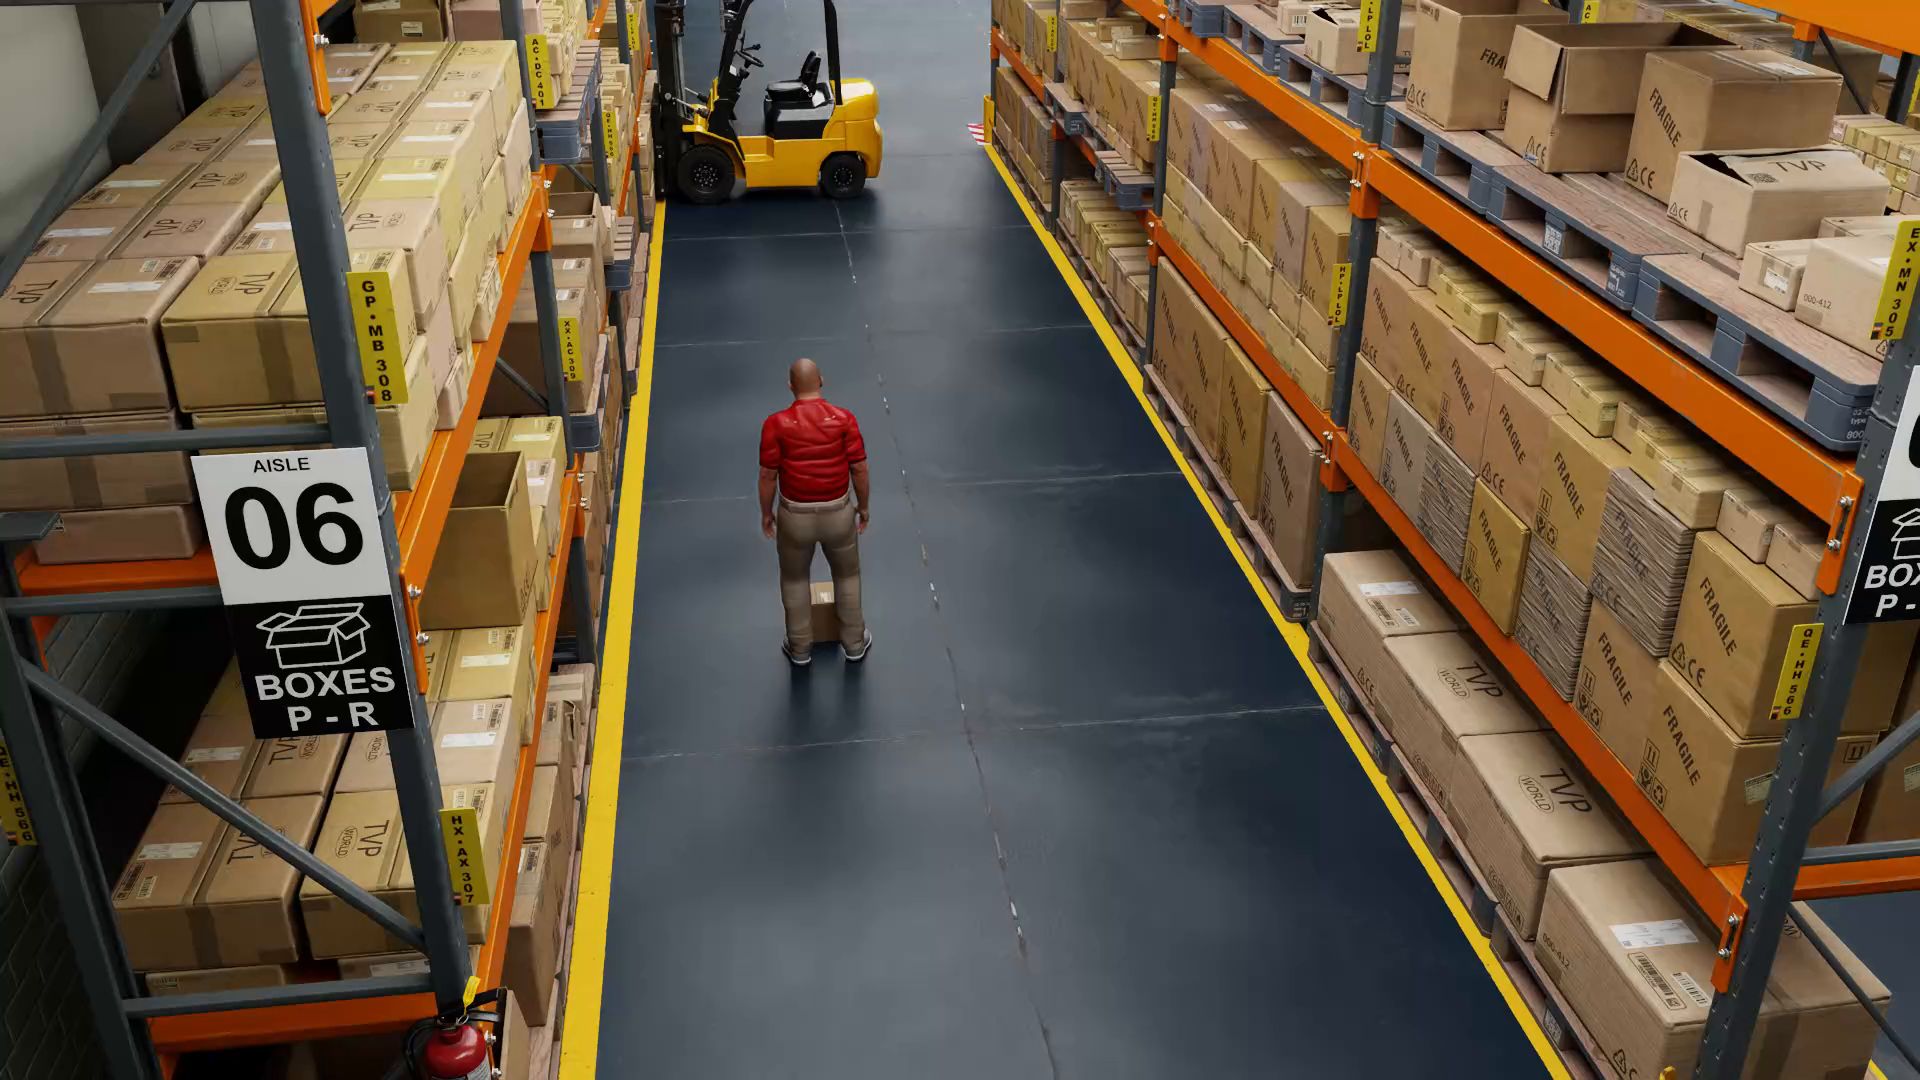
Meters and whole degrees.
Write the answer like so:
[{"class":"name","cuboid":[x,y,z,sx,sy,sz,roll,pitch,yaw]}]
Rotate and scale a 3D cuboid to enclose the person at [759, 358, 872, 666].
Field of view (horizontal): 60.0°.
[{"class":"person","cuboid":[-0.773,-0.135,8.897,0.585,1.727,0.390,-4,27,-7]}]
